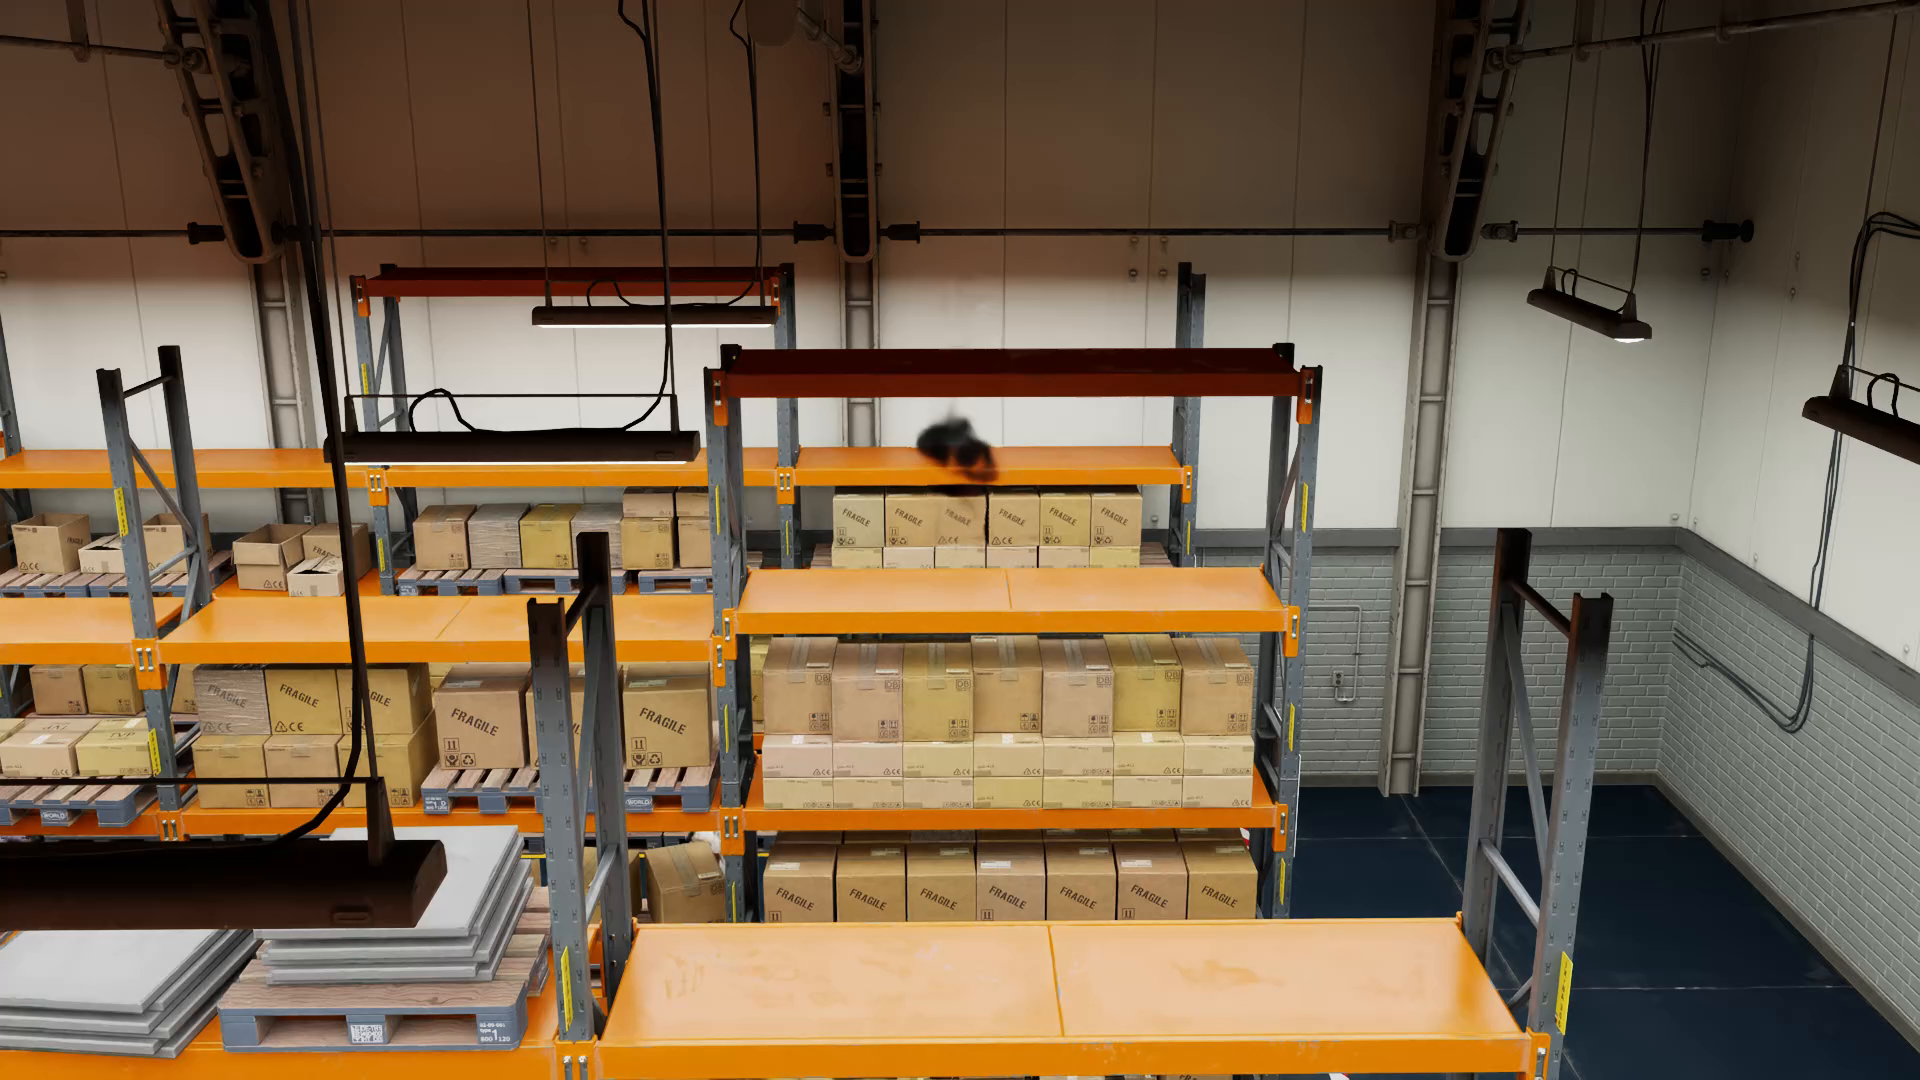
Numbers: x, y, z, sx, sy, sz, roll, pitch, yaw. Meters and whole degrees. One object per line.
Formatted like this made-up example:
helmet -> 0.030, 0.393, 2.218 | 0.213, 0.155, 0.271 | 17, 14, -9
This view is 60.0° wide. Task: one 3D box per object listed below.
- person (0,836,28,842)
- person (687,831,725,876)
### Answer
person -> -8.609, 3.197, 14.819 | 0.677, 1.531, 0.595 | -1, 16, -4
person -> -2.159, 2.941, 14.496 | 0.701, 1.689, 0.586 | 0, 16, 1
